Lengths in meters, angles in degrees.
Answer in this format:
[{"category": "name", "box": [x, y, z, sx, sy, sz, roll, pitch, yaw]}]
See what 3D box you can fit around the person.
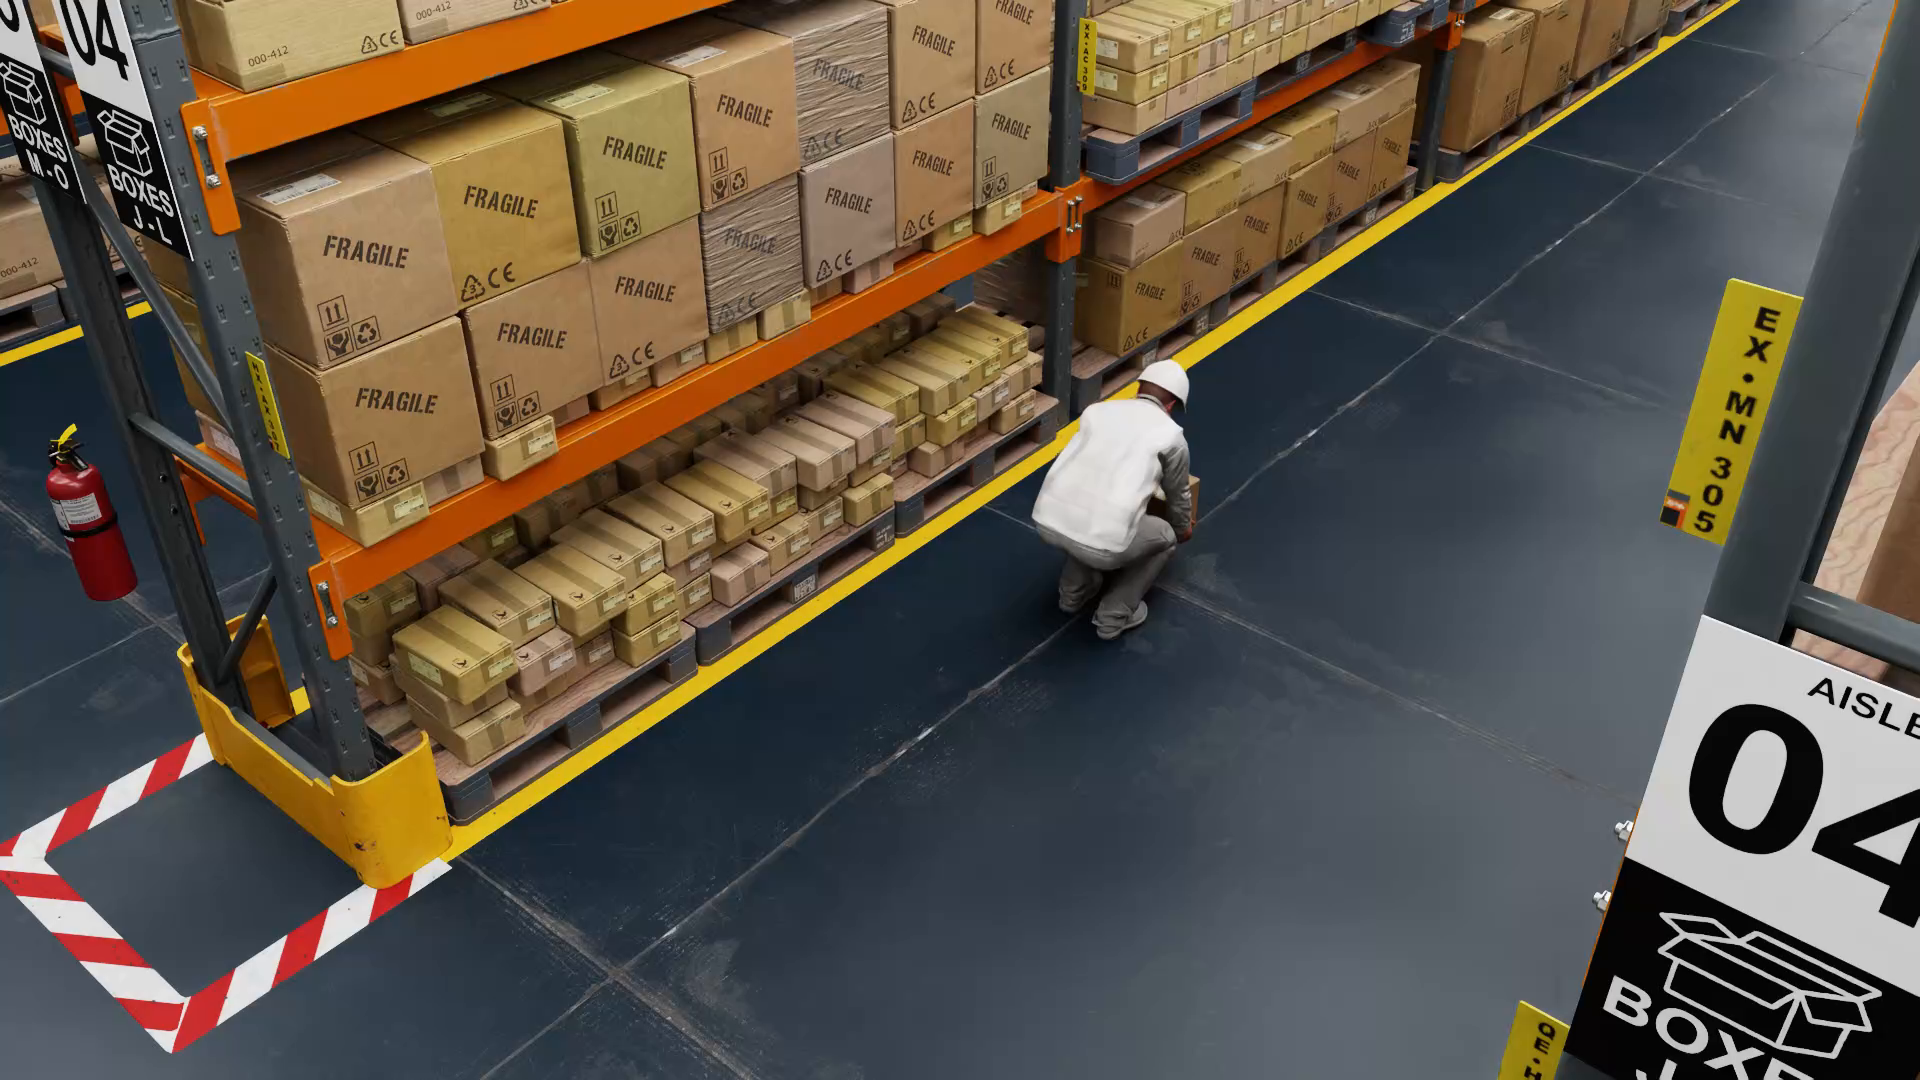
[{"category": "person", "box": [0.679, -0.161, 7.038, 0.511, 1.001, 0.929, 24, 42, 31]}]
